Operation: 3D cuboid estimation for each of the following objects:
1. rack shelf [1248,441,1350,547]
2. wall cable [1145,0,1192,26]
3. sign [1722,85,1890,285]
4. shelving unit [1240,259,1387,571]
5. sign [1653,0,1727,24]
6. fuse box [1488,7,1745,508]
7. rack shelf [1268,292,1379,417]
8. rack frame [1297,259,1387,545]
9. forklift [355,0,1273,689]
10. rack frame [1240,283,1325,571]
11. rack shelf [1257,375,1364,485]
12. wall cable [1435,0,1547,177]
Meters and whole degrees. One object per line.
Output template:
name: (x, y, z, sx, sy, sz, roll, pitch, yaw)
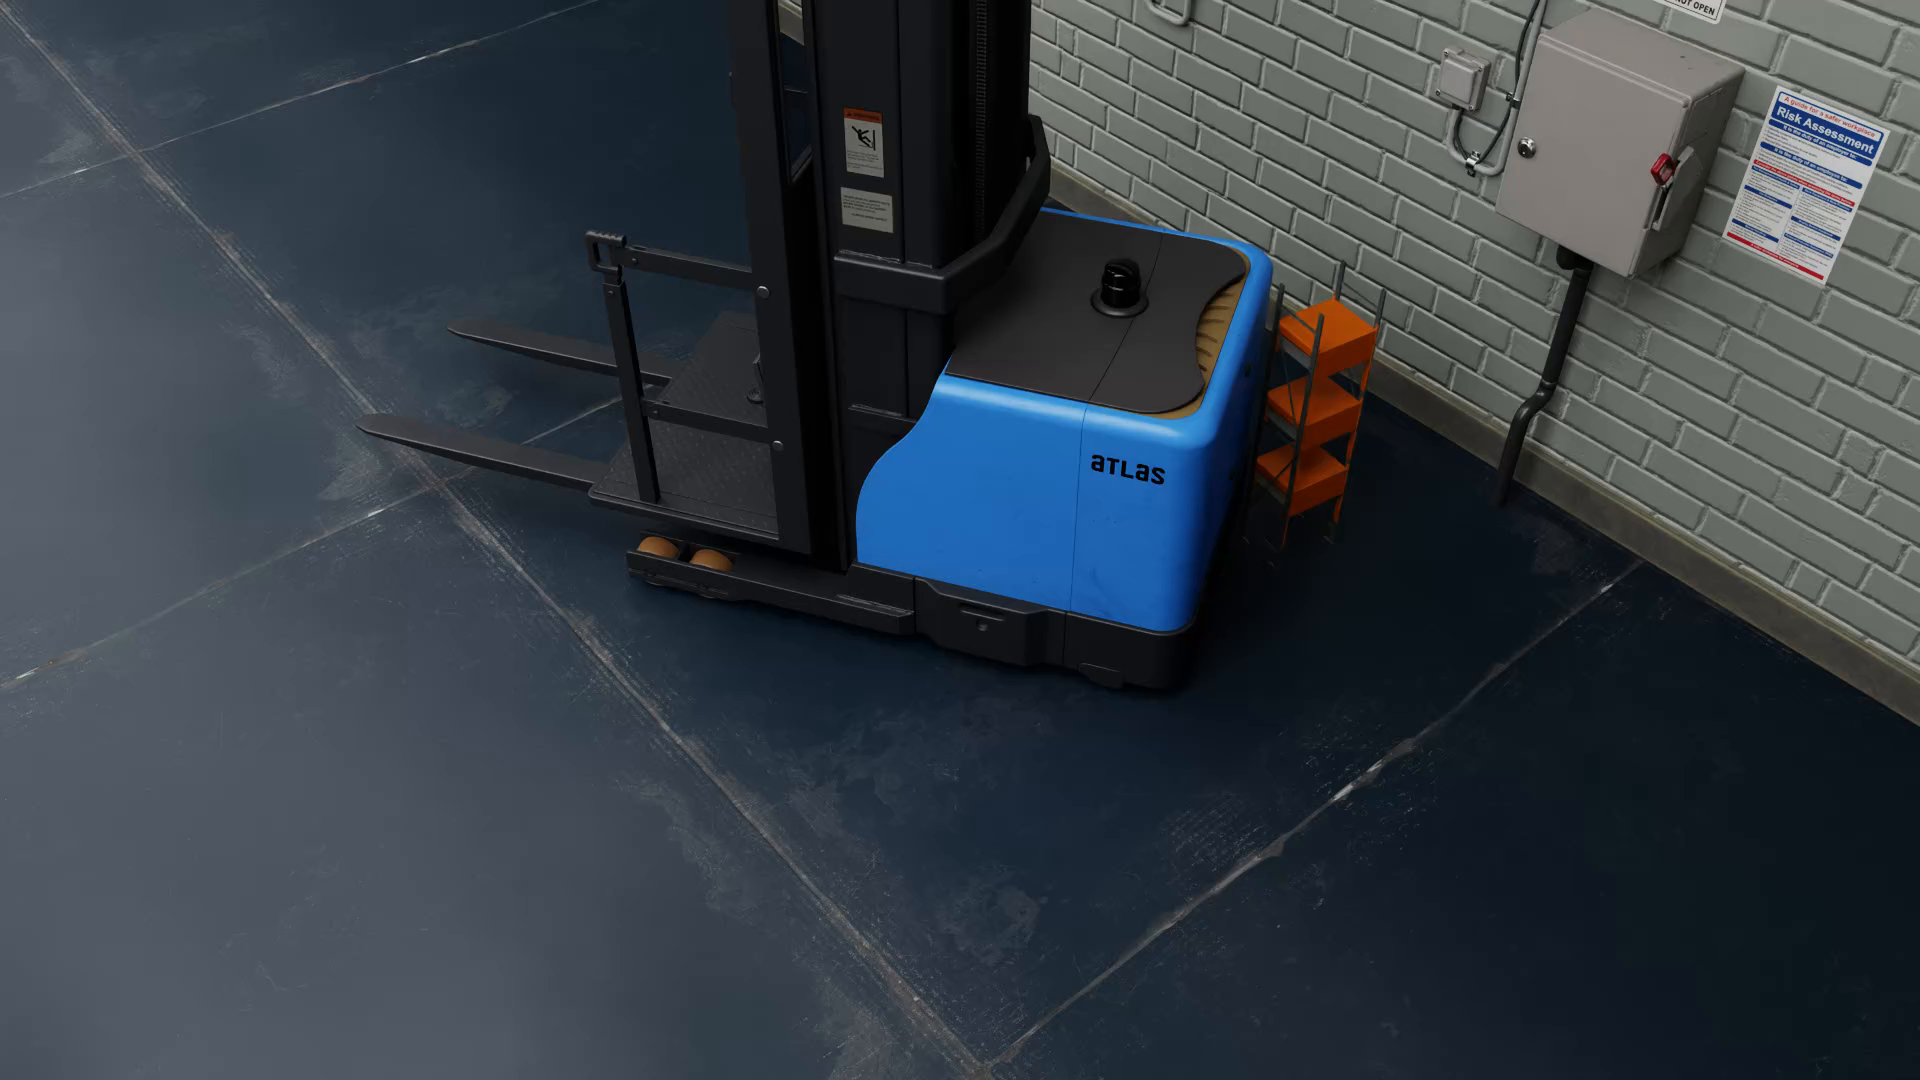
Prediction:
rack shelf: (1.129, -0.171, 5.587, 0.240, 0.259, 0.215, -23, 48, -22)
wall cable: (0.661, -2.748, 5.720, 0.123, 1.953, 0.585, -30, 51, -28)
sign: (2.373, -0.996, 4.689, 0.001, 0.494, 0.329, -30, 51, -28)
shelving unit: (1.129, -0.382, 5.390, 0.252, 1.050, 0.215, -23, 48, -22)
sign: (2.020, -1.620, 4.681, 0.001, 0.242, 0.339, -30, 51, -28)
fuse box: (1.897, -0.729, 5.277, 0.414, 1.711, 0.539, -30, 51, -28)
rack shelf: (1.129, -0.581, 5.203, 0.240, 0.259, 0.215, -23, 48, -22)
rack frame: (1.233, -0.425, 5.436, 0.008, 1.050, 0.200, -23, 48, -22)
forklift: (-0.591, -1.202, 4.889, 3.031, 2.935, 1.130, 13, 45, 13)
rack frame: (1.025, -0.338, 5.343, 0.008, 1.050, 0.200, -23, 48, -22)
rack shelf: (1.129, -0.374, 5.397, 0.240, 0.259, 0.215, -23, 48, -22)
wall cable: (1.580, -1.997, 4.943, 0.122, 1.984, 0.588, -30, 51, -28)
